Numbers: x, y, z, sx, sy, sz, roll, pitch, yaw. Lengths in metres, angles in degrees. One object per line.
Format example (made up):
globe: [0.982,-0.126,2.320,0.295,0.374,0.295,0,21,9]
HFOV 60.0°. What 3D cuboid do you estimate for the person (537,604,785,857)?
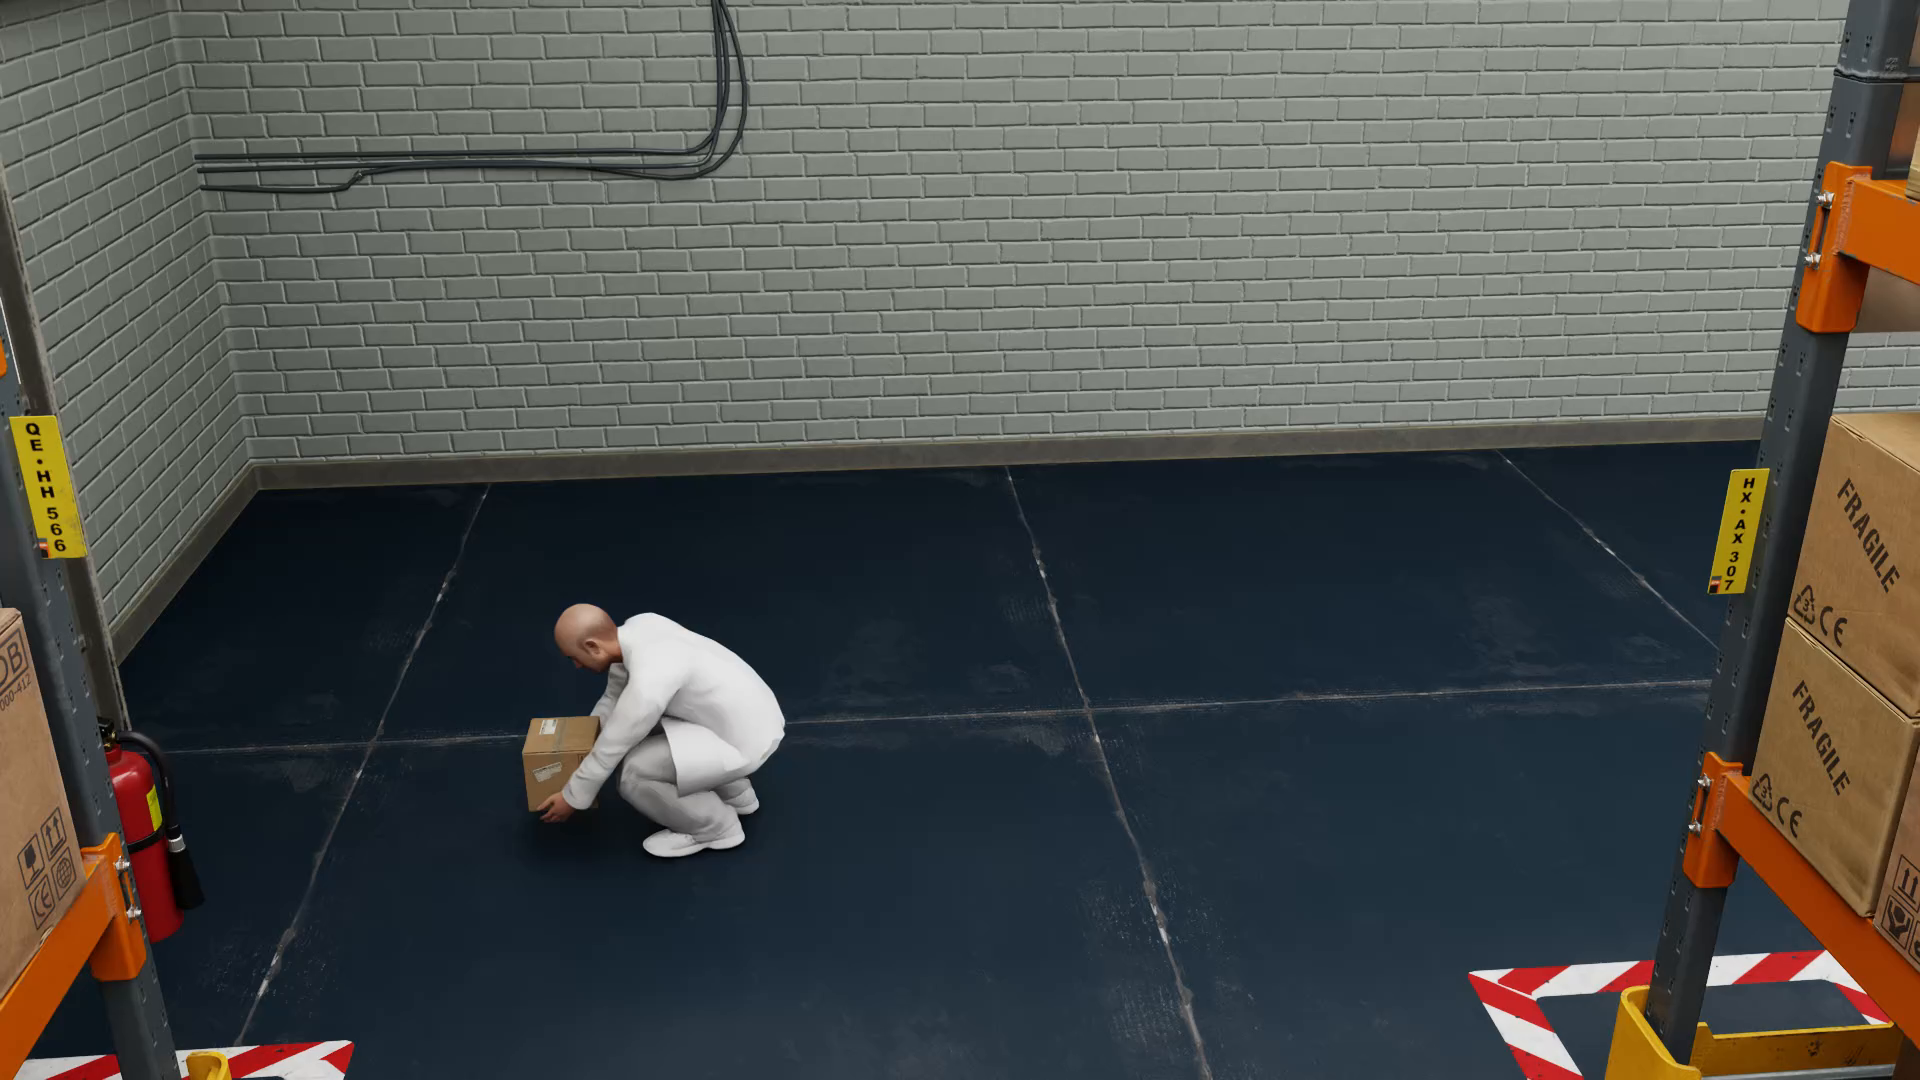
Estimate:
person: [-1.099,0.656,6.093,0.906,0.995,0.605,-2,23,-5]
